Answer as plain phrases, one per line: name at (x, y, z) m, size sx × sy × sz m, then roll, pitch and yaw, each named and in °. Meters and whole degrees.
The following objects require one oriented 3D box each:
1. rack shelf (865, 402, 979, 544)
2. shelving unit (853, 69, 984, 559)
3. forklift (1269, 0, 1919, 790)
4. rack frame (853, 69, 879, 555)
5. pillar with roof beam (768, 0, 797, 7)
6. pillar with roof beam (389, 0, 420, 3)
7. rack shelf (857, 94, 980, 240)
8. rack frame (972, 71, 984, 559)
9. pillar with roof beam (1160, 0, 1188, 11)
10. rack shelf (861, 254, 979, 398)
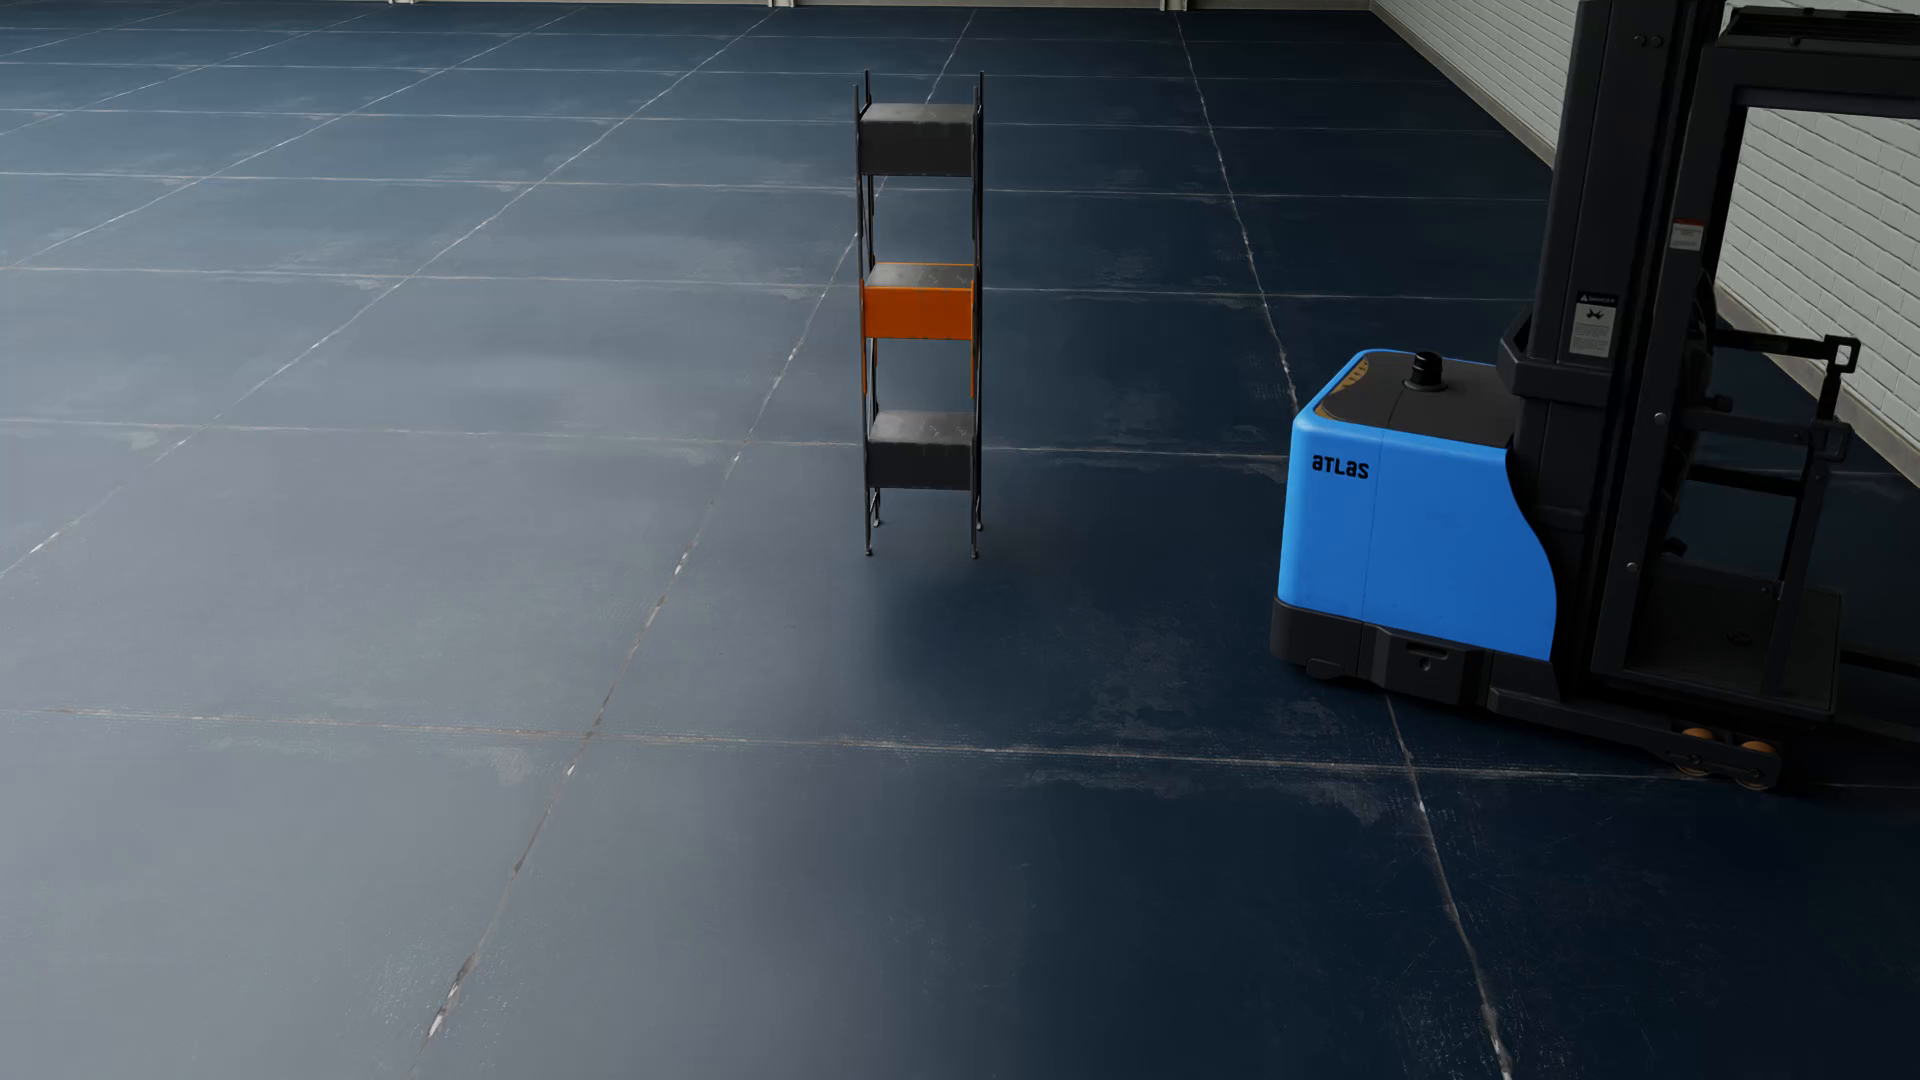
rack shelf at (-0.165, -0.311, 7.621) m, size 0.480 × 0.518 × 0.431 m, roll 2°, pitch 25°, yaw 4°
shelving unit at (-0.165, -0.959, 7.323) m, size 0.503 × 2.100 × 0.431 m, roll 2°, pitch 25°, yaw 4°
forklift at (2.780, -0.707, 5.781) m, size 3.031 × 2.935 × 1.130 m, roll 12°, pitch 27°, yaw 25°
rack frame at (-0.408, -0.967, 7.340) m, size 0.015 × 2.100 × 0.400 m, roll 2°, pitch 25°, yaw 4°
pillar with roof beam at (-3.066, -10.552, 19.918) m, size 0.400 × 9.000 × 9.100 m, roll 2°, pitch 25°, yaw 4°
pillar with roof beam at (-9.048, -10.744, 20.335) m, size 0.400 × 9.000 × 9.100 m, roll 2°, pitch 25°, yaw 4°
rack shelf at (-0.165, -1.583, 7.036) m, size 0.480 × 0.518 × 0.431 m, roll 2°, pitch 25°, yaw 4°
rack frame at (0.078, -0.951, 7.306) m, size 0.015 × 2.100 × 0.400 m, roll 2°, pitch 25°, yaw 4°
pillar with roof beam at (2.917, -10.360, 19.500) m, size 0.400 × 9.000 × 9.100 m, roll 2°, pitch 25°, yaw 4°
rack shelf at (-0.165, -0.947, 7.328) m, size 0.480 × 0.518 × 0.431 m, roll 2°, pitch 25°, yaw 4°
